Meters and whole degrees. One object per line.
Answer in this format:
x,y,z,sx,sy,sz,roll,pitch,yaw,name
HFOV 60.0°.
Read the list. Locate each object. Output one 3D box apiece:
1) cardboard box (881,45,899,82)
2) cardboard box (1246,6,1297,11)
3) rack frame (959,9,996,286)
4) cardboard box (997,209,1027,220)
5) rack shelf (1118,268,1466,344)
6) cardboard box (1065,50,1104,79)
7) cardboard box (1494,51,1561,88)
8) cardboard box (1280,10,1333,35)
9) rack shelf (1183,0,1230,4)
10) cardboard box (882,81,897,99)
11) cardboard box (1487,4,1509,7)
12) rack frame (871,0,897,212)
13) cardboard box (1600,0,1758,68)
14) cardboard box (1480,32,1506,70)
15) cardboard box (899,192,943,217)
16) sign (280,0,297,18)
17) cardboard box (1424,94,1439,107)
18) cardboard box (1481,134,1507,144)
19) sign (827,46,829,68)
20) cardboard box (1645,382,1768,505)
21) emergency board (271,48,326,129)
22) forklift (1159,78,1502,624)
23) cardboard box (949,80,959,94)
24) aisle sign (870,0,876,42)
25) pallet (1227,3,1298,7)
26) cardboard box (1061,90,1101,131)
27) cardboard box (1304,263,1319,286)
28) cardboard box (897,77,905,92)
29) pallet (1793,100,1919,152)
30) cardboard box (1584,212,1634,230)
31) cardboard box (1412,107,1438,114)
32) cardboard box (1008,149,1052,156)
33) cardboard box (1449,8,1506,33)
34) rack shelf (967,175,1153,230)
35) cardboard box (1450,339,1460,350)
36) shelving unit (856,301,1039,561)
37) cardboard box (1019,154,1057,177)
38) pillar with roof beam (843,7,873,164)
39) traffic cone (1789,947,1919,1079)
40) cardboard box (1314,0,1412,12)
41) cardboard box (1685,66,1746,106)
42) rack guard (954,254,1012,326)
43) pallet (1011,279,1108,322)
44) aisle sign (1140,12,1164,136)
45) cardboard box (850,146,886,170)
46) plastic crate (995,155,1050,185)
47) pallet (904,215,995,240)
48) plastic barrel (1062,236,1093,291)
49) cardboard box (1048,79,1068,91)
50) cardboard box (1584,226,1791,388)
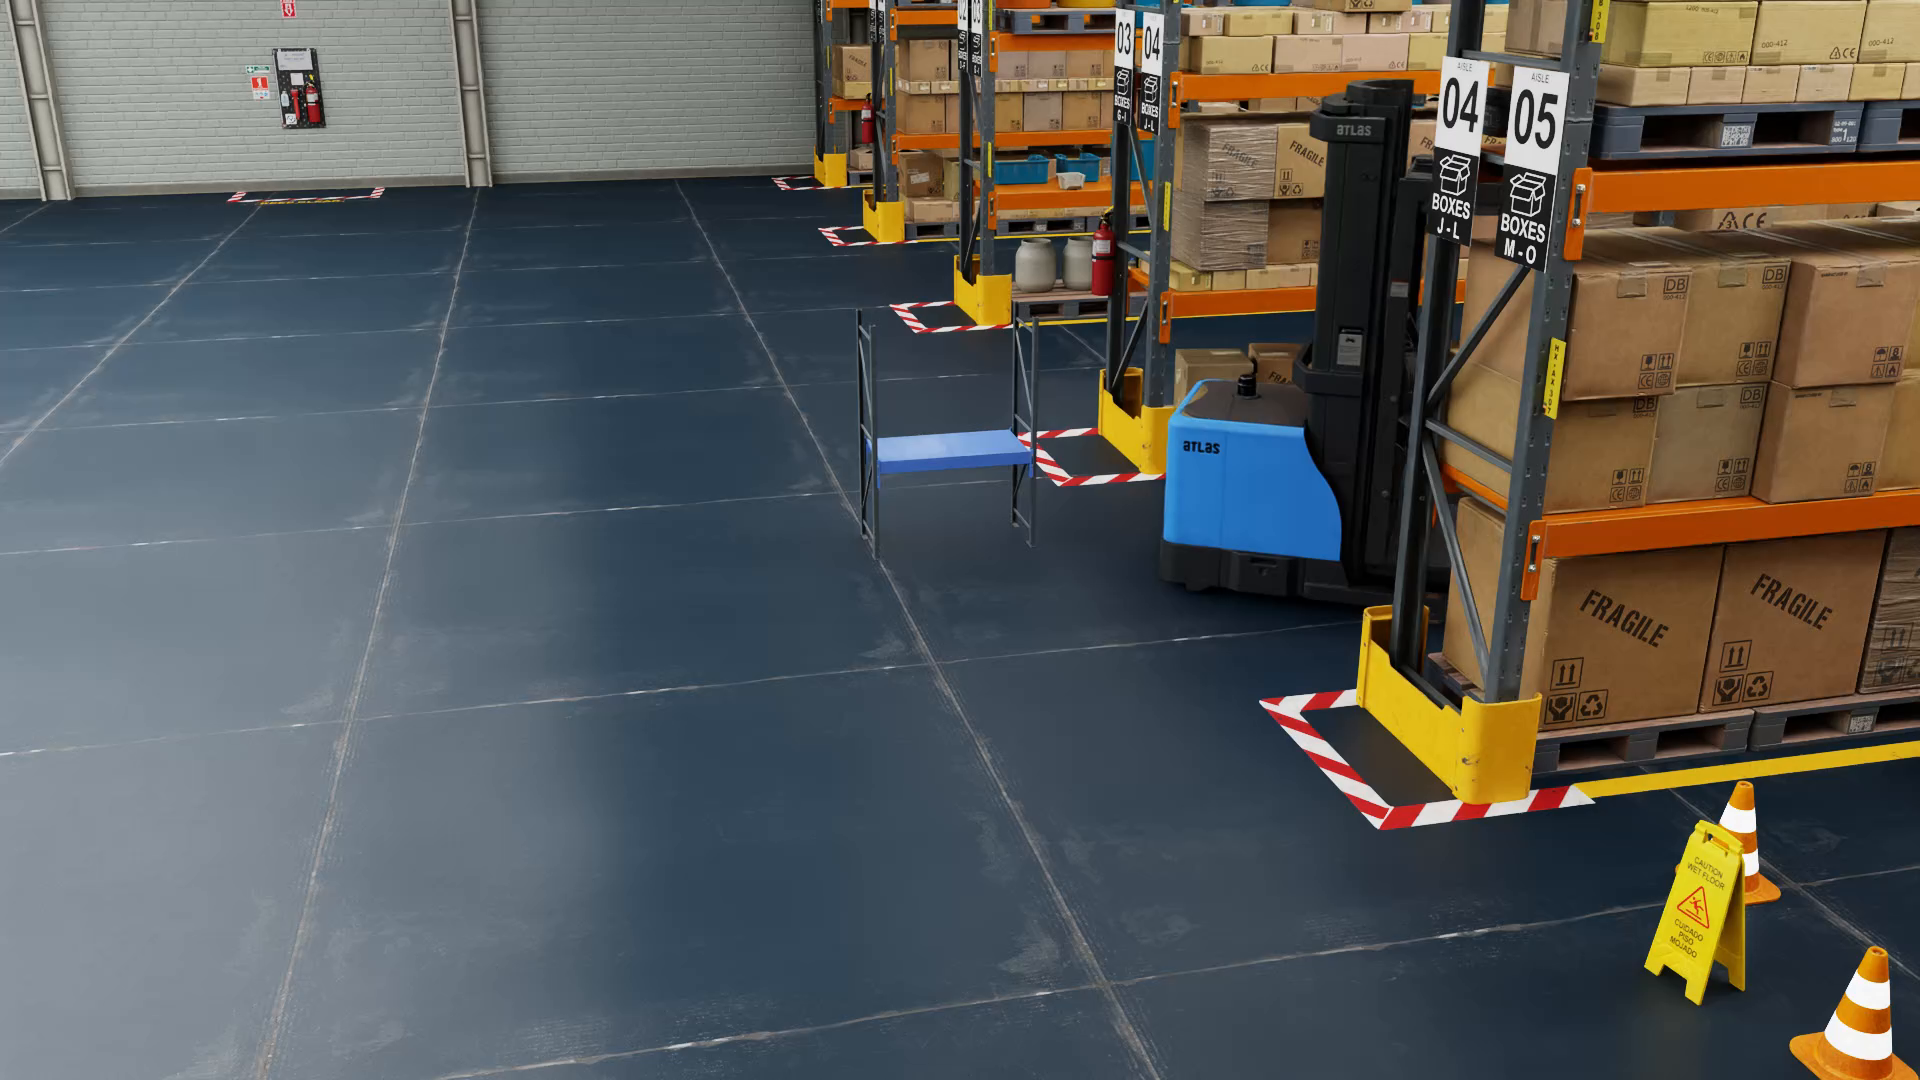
-1.098,-7.320,25.536,0.500,0.500,0.500,-5,21,-12,cardboard box
2.263,-3.801,12.109,0.250,0.149,0.380,-5,21,-12,cardboard box
0.164,-3.740,16.664,0.127,3.000,1.000,-5,21,-12,rack frame
0.574,-4.353,21.723,0.500,0.250,0.500,-5,21,-12,cardboard box
3.251,-1.903,12.694,4.000,0.370,1.077,-5,21,-12,rack shelf
1.512,-6.254,21.495,0.500,0.500,0.700,-5,21,-12,cardboard box
2.593,-2.088,7.403,0.250,0.149,0.380,-5,21,-13,cardboard box
2.399,-3.599,11.556,0.250,0.149,0.380,-4,20,-10,cardboard box
3.724,-8.602,26.621,4.000,0.370,1.077,-5,21,-12,rack shelf
-1.065,-6.974,25.680,0.500,0.250,0.500,-5,21,-14,cardboard box
4.068,-3.909,12.403,0.250,0.149,0.380,-4,21,-11,cardboard box
-0.972,-5.399,21.191,0.127,3.000,1.000,-5,21,-12,rack frame
2.876,-2.088,6.823,0.500,0.250,0.500,-5,21,-13,cardboard box
3.808,-3.533,11.957,0.500,0.250,0.500,-5,21,-13,cardboard box
-0.518,-4.446,21.978,0.500,0.250,0.500,-5,21,-12,cardboard box
-9.916,-7.865,24.554,0.199,0.298,0.001,-5,21,-12,sign
6.450,-5.976,22.896,0.500,0.311,0.500,-3,20,-9,cardboard box
3.849,-2.848,12.197,0.500,0.500,0.500,-5,21,-12,cardboard box
-1.990,-7.281,25.072,0.005,0.325,0.100,-5,21,-12,sign
3.228,-0.580,7.818,0.550,0.550,0.875,-5,21,-12,cardboard box
-9.886,-6.744,24.863,0.643,1.169,0.194,-5,21,-12,emergency board
2.775,-1.080,9.502,3.031,2.935,1.130,6,21,17,forklift
-0.041,-5.750,21.062,0.250,0.149,0.380,-5,21,-12,cardboard box
-1.103,-6.712,20.998,0.004,0.787,0.394,-5,21,-12,aisle sign
3.377,-5.287,16.800,1.003,0.211,1.213,-5,21,-12,pallet
1.490,-5.643,21.712,0.500,0.500,0.700,-4,21,-12,cardboard box
2.614,-1.979,12.222,0.250,0.149,0.380,-5,21,-12,cardboard box
-0.644,-5.844,21.319,0.250,0.149,0.380,-5,21,-13,cardboard box
4.256,-1.941,7.520,1.213,0.211,1.003,-5,21,-12,pallet
4.745,-2.571,12.893,0.500,0.500,0.875,-5,21,-12,cardboard box
3.728,-3.025,12.680,0.500,0.500,0.500,-5,21,-12,cardboard box
0.938,-4.922,22.187,0.500,0.500,0.500,-5,21,-12,cardboard box
3.666,-3.696,11.820,0.250,0.149,0.380,-4,20,-10,cardboard box
2.111,-3.561,17.220,4.000,0.370,1.077,-5,21,-12,rack shelf
3.657,-1.281,12.974,0.500,0.500,0.500,-7,21,-17,cardboard box
-0.083,-0.697,10.538,1.048,1.500,0.538,-5,21,-12,shelving unit
1.062,-4.743,21.697,0.500,0.500,0.500,-5,21,-12,cardboard box
-0.642,-8.777,21.693,0.400,9.000,9.100,-5,21,-12,pillar with roof beam
3.120,1.616,5.731,0.334,0.463,0.336,-5,21,-12,traffic cone
2.811,-3.939,11.542,0.500,0.500,0.500,-5,21,-13,cardboard box
3.002,-1.889,6.859,0.250,0.149,0.380,-4,21,-12,cardboard box
0.228,-2.588,17.153,0.348,0.500,1.175,-5,21,-12,rack guard
1.019,-2.515,17.374,1.213,0.211,1.003,-5,21,-12,pallet
1.313,-3.198,11.403,0.004,0.787,0.394,-5,21,-12,aisle sign
-1.421,-6.025,26.171,0.500,0.311,0.500,-7,21,-19,cardboard box
0.583,-3.810,17.071,0.616,0.251,0.499,-5,21,-12,plastic crate
-0.237,-4.164,21.874,1.213,0.211,1.003,-5,21,-12,pallet
1.275,-2.887,17.340,0.421,0.512,0.421,0,20,0,plastic barrel
1.212,-5.851,21.339,0.250,0.149,0.380,-4,20,-11,cardboard box
3.231,-1.082,7.620,0.550,0.550,0.875,-5,21,-12,cardboard box
